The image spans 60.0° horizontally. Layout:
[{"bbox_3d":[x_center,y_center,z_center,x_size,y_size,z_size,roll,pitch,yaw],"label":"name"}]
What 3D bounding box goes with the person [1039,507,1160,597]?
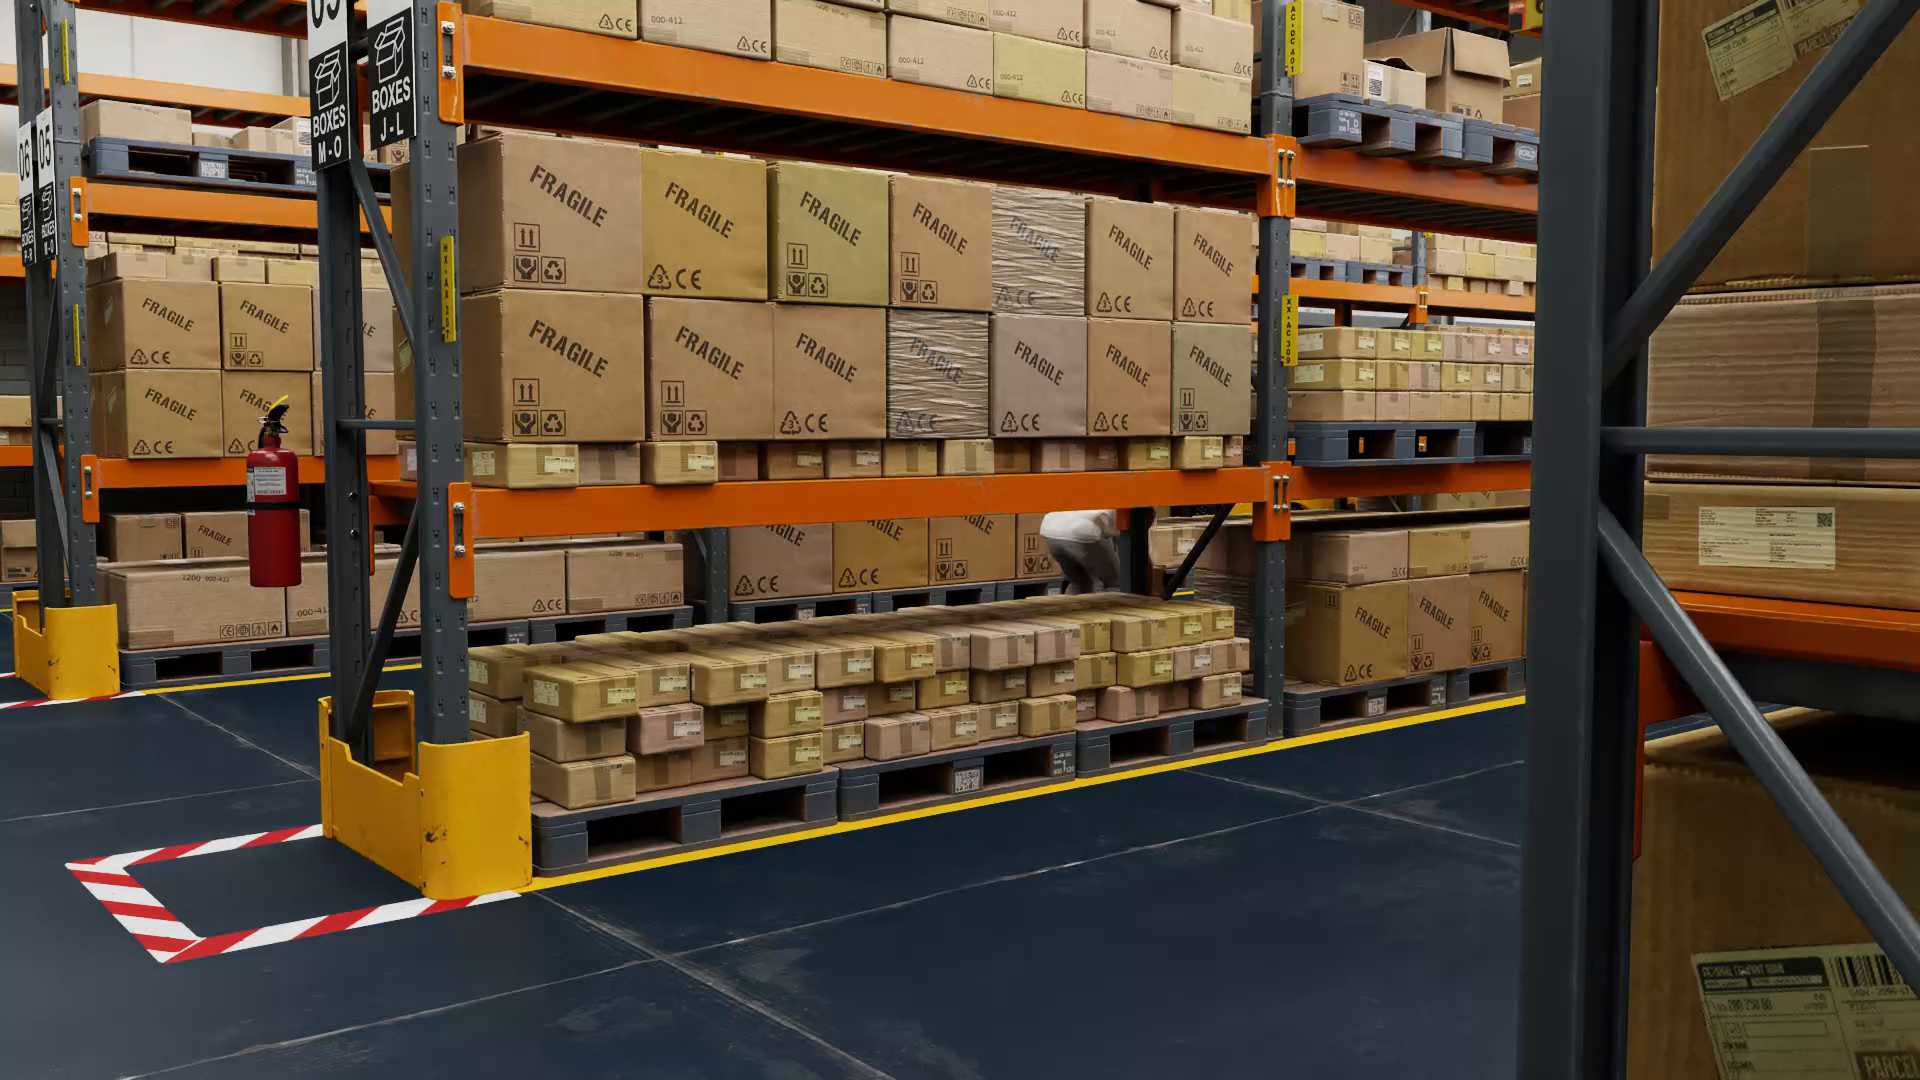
[{"bbox_3d":[0.943,0.174,10.812,0.954,1.123,0.505,-4,6,-42],"label":"person"}]
